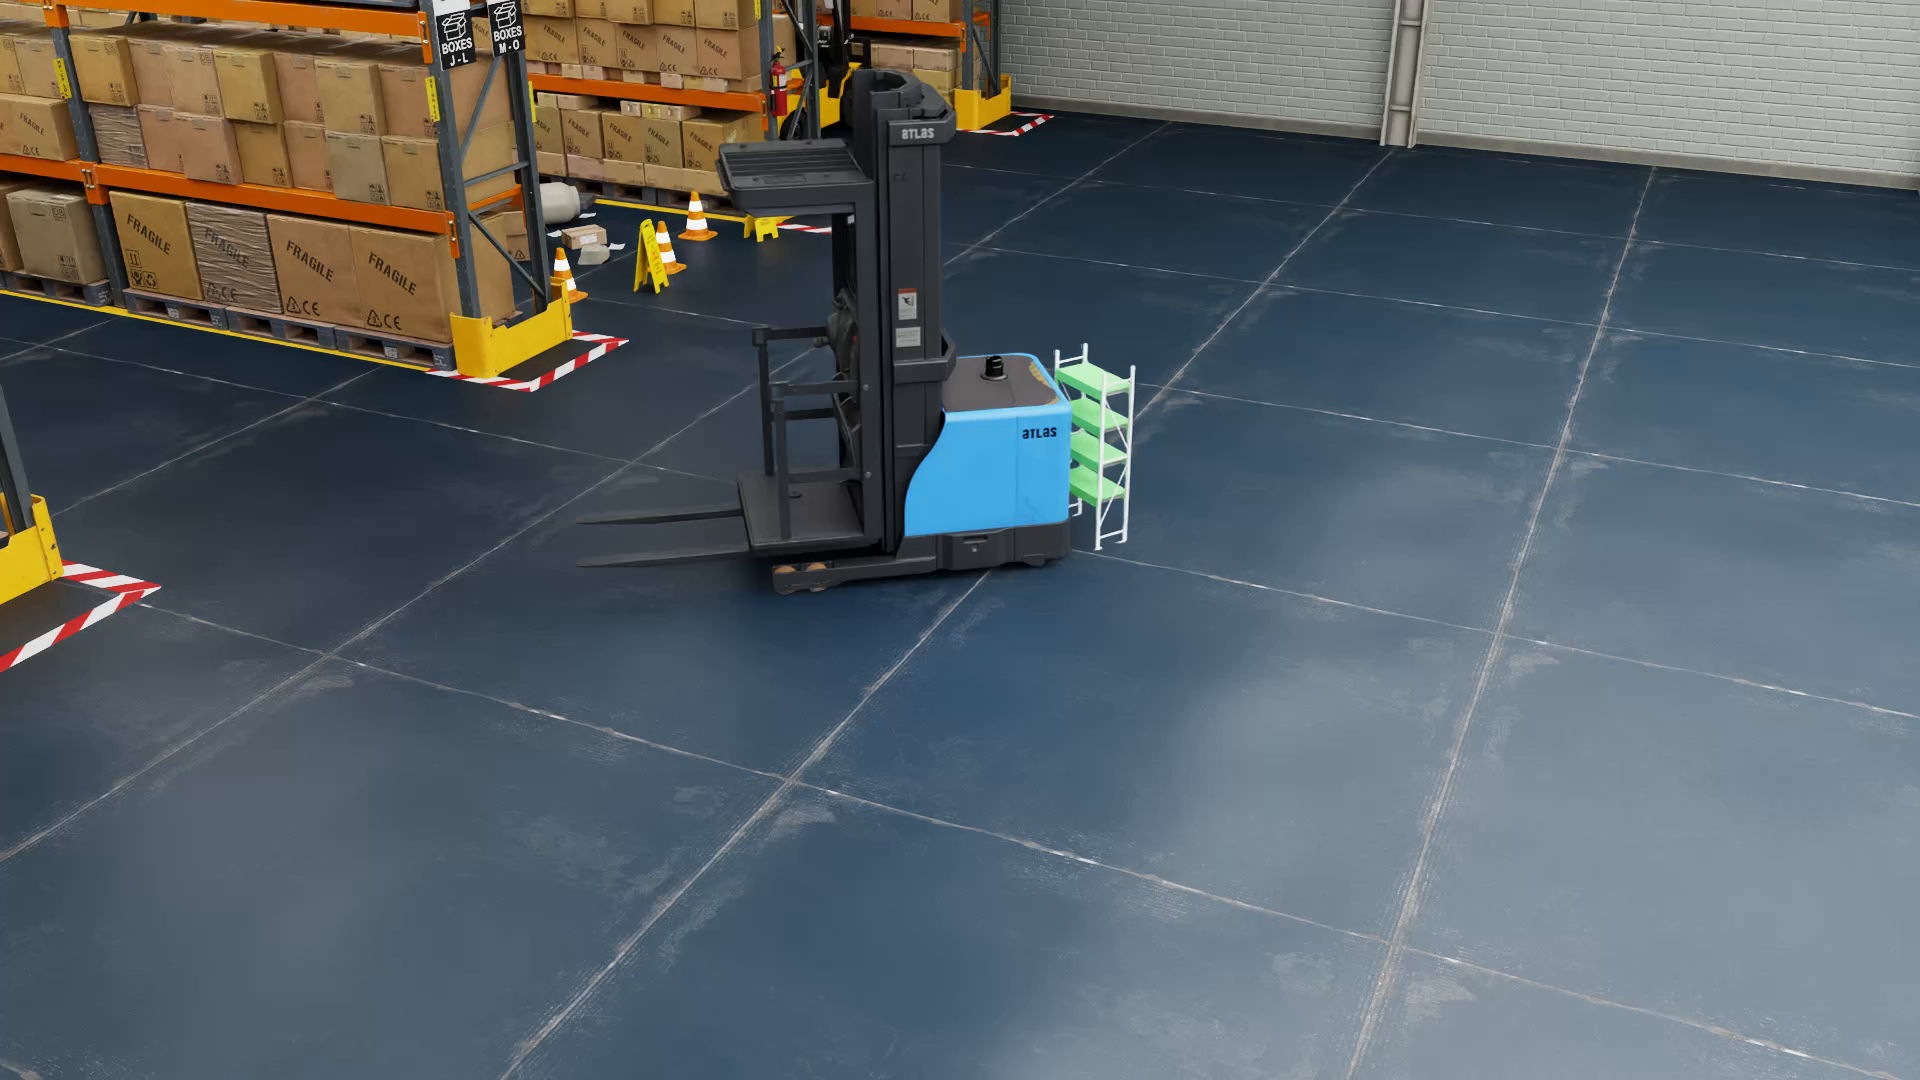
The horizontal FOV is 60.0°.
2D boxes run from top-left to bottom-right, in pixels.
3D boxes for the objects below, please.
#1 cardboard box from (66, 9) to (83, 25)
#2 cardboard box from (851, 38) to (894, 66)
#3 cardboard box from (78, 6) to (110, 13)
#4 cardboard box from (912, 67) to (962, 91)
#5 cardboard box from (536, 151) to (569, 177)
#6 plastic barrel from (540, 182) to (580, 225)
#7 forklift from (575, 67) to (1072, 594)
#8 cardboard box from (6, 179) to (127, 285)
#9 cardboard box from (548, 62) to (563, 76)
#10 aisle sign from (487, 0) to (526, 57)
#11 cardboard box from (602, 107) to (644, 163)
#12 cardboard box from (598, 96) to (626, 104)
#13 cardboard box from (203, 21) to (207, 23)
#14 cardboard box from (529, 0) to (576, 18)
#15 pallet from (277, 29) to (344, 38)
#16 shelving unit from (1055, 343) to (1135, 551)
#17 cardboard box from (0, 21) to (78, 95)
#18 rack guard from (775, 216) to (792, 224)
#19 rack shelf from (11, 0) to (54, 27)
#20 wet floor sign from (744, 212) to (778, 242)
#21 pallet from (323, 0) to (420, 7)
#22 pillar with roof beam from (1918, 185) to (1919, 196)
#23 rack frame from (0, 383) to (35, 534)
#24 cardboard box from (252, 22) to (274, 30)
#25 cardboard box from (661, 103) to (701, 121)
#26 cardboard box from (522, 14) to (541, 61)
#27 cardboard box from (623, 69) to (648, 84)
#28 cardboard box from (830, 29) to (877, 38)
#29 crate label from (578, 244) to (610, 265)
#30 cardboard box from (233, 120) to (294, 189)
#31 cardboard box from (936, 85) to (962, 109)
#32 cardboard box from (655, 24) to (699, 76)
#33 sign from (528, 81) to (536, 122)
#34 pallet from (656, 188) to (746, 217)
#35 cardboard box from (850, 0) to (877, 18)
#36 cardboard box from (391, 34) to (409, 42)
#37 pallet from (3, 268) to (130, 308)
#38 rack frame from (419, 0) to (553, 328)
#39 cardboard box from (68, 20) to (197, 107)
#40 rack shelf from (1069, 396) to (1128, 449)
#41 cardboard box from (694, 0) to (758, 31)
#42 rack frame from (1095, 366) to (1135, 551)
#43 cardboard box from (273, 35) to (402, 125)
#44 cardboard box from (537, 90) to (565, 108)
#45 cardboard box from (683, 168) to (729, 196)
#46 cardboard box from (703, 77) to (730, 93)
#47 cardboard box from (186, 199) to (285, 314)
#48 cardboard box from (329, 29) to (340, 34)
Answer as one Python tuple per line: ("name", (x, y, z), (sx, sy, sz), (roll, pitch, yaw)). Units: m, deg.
("cardboard box", (-11.019, -6.565, 20.858), (0.500, 0.250, 0.500), (11, 28, 21))
("cardboard box", (-1.197, -6.452, 21.964), (0.500, 0.250, 0.500), (12, 29, 22))
("cardboard box", (-10.541, -6.698, 20.562), (0.500, 0.250, 0.500), (11, 28, 20))
("cardboard box", (-0.291, -6.053, 21.719), (0.500, 0.250, 0.500), (11, 28, 21))
("cardboard box", (-4.495, -4.291, 18.706), (0.500, 0.250, 0.500), (13, 29, 25))
("plastic barrel", (-4.277, -3.527, 17.434), (0.512, 0.421, 0.421), (-12, 29, -23))
("forklift", (-0.881, -1.240, 9.950), (3.031, 2.935, 1.130), (-5, 27, -10))
("cardboard box", (-7.970, -2.893, 15.301), (0.750, 0.750, 1.050), (11, 28, 22))
("cardboard box", (-4.285, -5.189, 18.178), (0.250, 0.149, 0.380), (11, 28, 22))
("aisle sign", (-3.538, -4.179, 12.899), (0.004, 0.787, 0.394), (11, 28, 22))
("cardboard box", (-3.540, -4.436, 18.152), (0.500, 0.500, 0.500), (11, 28, 21))
("cardboard box", (-3.833, -4.751, 18.793), (0.500, 0.500, 0.500), (13, 29, 24))
("cardboard box", (-9.394, -6.500, 20.726), (0.500, 0.250, 0.500), (11, 28, 21))
("cardboard box", (-4.198, -5.900, 17.755), (0.500, 0.500, 0.700), (11, 28, 21))
("pallet", (-7.233, -5.945, 19.646), (1.213, 0.211, 1.003), (11, 28, 22))
("shelving unit", (0.837, -0.591, 10.591), (0.258, 1.200, 0.503), (-16, 30, -29))
("cardboard box", (-8.291, -4.311, 14.866), (0.500, 0.500, 0.700), (11, 28, 21))
("rack guard", (-1.839, -3.806, 17.915), (0.348, 0.500, 1.175), (11, 28, 22))
("rack shelf", (-9.189, -5.025, 14.979), (4.000, 0.370, 1.077), (11, 28, 22))
("wet floor sign", (-2.040, -3.393, 16.910), (0.232, 0.644, 0.267), (23, 35, 39))
("pallet", (-4.406, -4.342, 12.879), (1.213, 0.211, 1.003), (11, 28, 22))
("pillar with roof beam", (9.162, -6.166, 13.087), (0.400, 9.000, 9.100), (11, 28, 22))
("rack frame", (-5.872, -0.929, 9.241), (0.127, 3.000, 1.000), (11, 28, 22))
("cardboard box", (-8.118, -6.126, 19.605), (0.250, 0.149, 0.380), (12, 28, 22))
("cardboard box", (-2.969, -4.578, 17.706), (0.250, 0.149, 0.380), (12, 29, 23))
("cardboard box", (-4.659, -5.549, 18.174), (0.500, 0.500, 0.500), (11, 28, 22))
("cardboard box", (-3.392, -4.989, 17.772), (0.250, 0.149, 0.380), (11, 28, 21))
("cardboard box", (-1.448, -6.760, 22.590), (0.500, 0.250, 0.500), (11, 28, 21))
("crate label", (-3.586, -2.800, 16.282), (0.298, 0.136, 0.250), (-2, 26, -5))
("cardboard box", (-5.550, -3.347, 13.982), (0.500, 0.550, 0.875), (11, 28, 22))
("cardboard box", (-0.277, -5.824, 21.821), (0.500, 0.250, 0.500), (12, 28, 22))
("cardboard box", (-2.832, -5.174, 17.413), (0.500, 0.500, 0.500), (11, 28, 22))
("sign", (-3.492, -3.551, 13.497), (0.005, 0.325, 0.100), (11, 28, 22))
("pallet", (-2.564, -3.839, 18.309), (1.213, 0.211, 1.003), (11, 28, 22))
("cardboard box", (-1.210, -7.132, 21.726), (0.500, 0.500, 0.500), (11, 28, 21))
("cardboard box", (-6.226, -5.759, 18.861), (0.250, 0.149, 0.380), (10, 28, 20))
("pallet", (-8.102, -2.496, 15.581), (1.213, 0.211, 1.003), (11, 28, 22))
("rack frame", (-3.727, -2.905, 13.255), (0.127, 3.000, 1.000), (11, 28, 22))
("cardboard box", (-7.046, -4.107, 14.303), (0.550, 0.550, 0.875), (11, 28, 22))
("rack shelf", (0.837, -0.749, 10.514), (0.258, 0.148, 0.480), (-16, 30, -29))
("cardboard box", (-2.325, -5.546, 17.037), (0.500, 0.500, 0.700), (11, 28, 21))
("rack frame", (0.968, -0.500, 10.407), (0.240, 1.200, 0.015), (-16, 30, -29))
("cardboard box", (-5.041, -3.761, 13.600), (0.550, 0.550, 0.875), (11, 28, 22))
("cardboard box", (-4.428, -4.871, 18.301), (0.250, 0.149, 0.380), (13, 29, 24))
("cardboard box", (-2.639, -3.913, 17.939), (0.500, 0.250, 0.500), (11, 28, 22))
("cardboard box", (-2.475, -4.785, 17.358), (0.250, 0.149, 0.380), (11, 28, 21))
("cardboard box", (-6.002, -2.565, 14.494), (0.875, 0.875, 0.875), (12, 28, 22))
("cardboard box", (-7.114, -5.986, 19.321), (0.250, 0.149, 0.380), (10, 28, 20))
